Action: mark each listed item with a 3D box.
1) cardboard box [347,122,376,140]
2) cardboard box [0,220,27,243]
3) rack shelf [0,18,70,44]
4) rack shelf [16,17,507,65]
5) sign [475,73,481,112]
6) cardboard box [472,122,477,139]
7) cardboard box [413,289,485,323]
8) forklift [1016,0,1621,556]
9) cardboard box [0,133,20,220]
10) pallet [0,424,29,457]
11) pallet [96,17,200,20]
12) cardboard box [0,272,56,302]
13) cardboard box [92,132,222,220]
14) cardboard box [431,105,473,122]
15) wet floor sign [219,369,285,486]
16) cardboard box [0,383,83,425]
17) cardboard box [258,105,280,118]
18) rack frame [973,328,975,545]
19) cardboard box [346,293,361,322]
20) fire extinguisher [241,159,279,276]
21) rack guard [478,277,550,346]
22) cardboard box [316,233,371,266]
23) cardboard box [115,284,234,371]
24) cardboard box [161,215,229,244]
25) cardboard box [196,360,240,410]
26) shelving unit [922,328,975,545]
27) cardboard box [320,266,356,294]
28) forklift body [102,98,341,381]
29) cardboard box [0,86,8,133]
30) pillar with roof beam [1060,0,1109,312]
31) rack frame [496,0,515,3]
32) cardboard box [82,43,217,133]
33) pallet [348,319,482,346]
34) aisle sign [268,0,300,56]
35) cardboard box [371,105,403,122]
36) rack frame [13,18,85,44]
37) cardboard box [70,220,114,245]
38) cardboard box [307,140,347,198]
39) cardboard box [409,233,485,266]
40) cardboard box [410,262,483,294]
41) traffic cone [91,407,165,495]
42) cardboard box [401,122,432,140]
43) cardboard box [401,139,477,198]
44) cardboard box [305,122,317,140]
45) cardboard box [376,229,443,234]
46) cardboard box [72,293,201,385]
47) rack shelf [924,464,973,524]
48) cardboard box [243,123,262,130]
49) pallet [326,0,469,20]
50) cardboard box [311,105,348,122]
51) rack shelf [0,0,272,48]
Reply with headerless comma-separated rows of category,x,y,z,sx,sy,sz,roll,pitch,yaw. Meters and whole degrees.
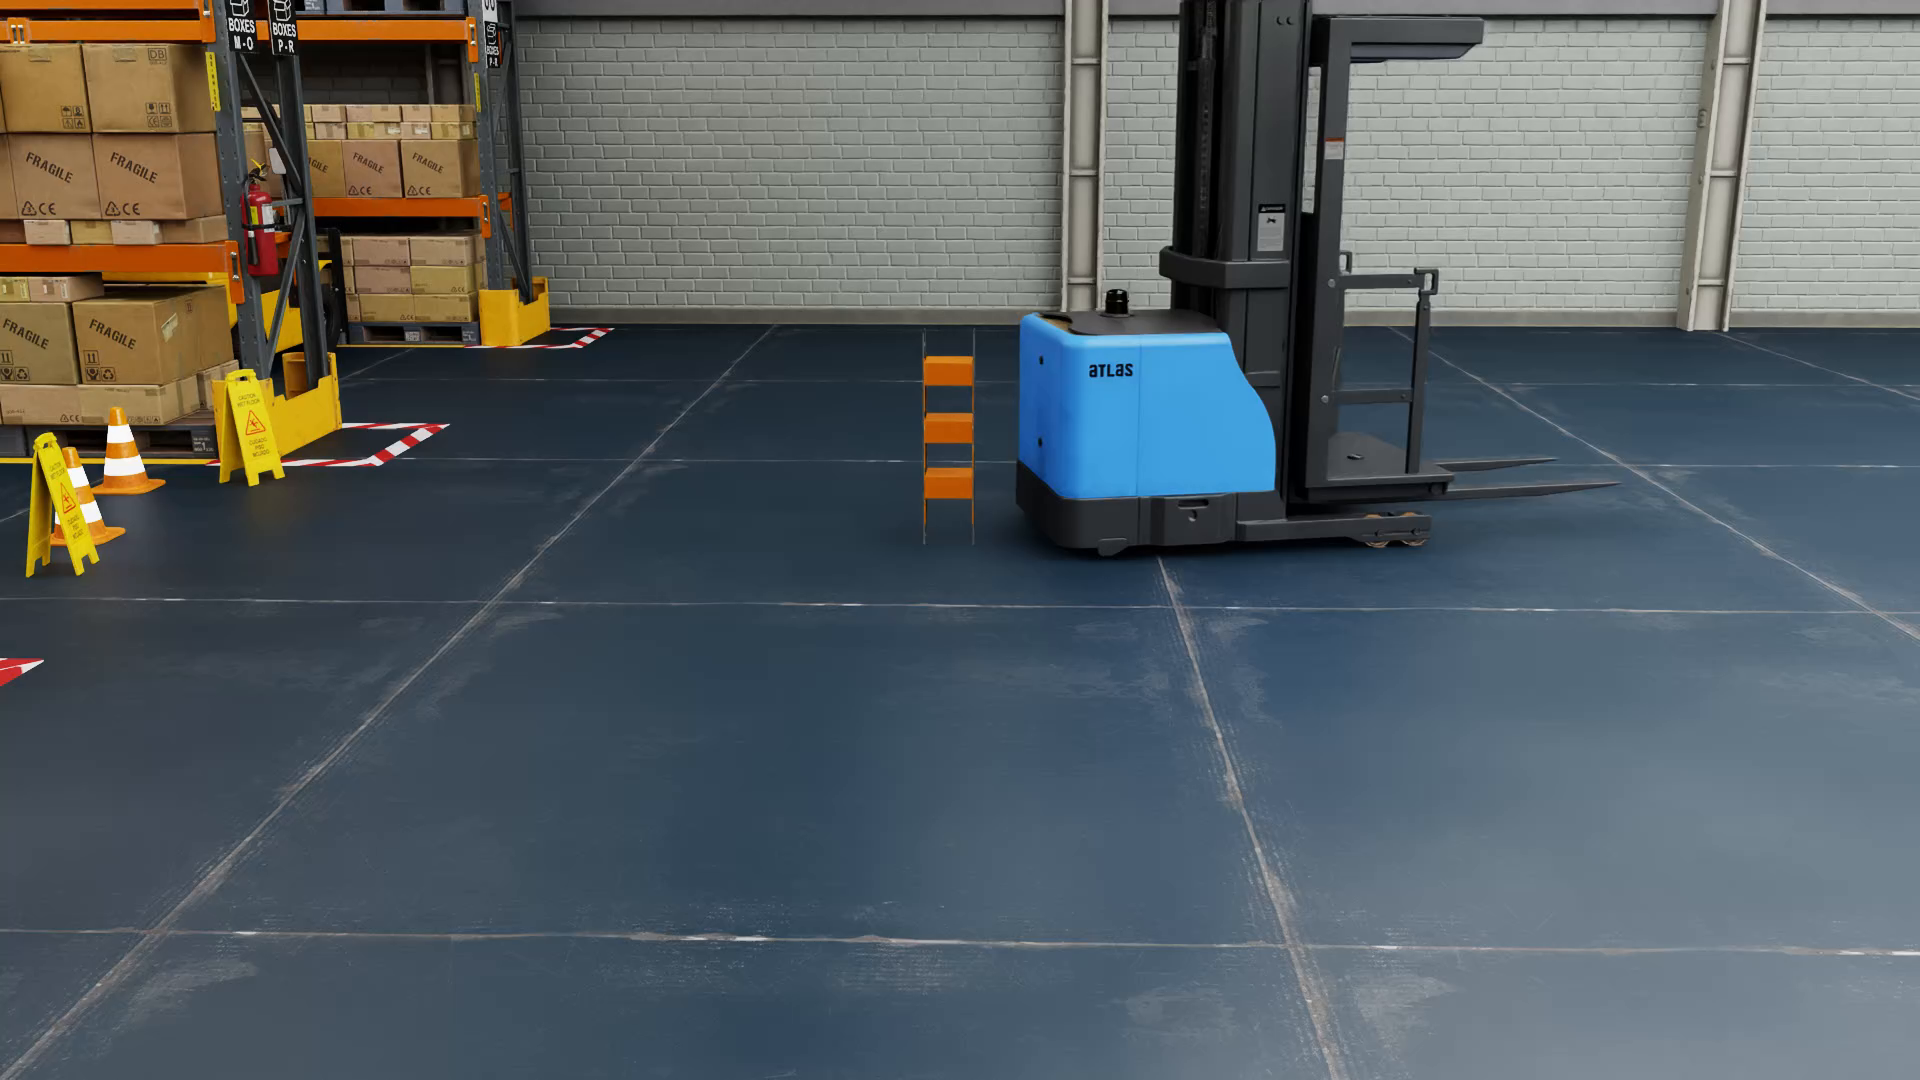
cardboard box,-5.265,-3.647,14.814,0.250,0.149,0.380,0,15,1
cardboard box,-5.675,-1.911,10.194,0.250,0.149,0.380,1,15,2
rack shelf,-10.148,-4.480,14.969,4.000,0.370,1.077,0,15,1
rack shelf,-6.149,-4.454,14.870,4.000,0.370,1.077,0,15,1
sign,-4.178,-3.874,14.410,0.005,0.325,0.100,0,15,1
cardboard box,-4.483,-3.768,15.276,0.250,0.149,0.380,0,15,0
cardboard box,-4.628,-2.134,15.115,0.500,0.250,0.500,0,15,2
forklift,1.865,-1.506,8.303,3.031,2.935,1.130,-3,15,-11
cardboard box,-5.823,-2.206,10.043,0.500,0.500,0.500,0,15,1
pallet,-6.377,-0.747,10.759,1.213,0.211,1.003,0,15,1
pallet,-7.296,-4.773,14.843,1.213,0.211,1.003,0,15,1
cardboard box,-5.701,-1.548,10.154,0.250,0.149,0.380,1,15,2
cardboard box,-4.823,-2.198,10.010,0.500,0.500,0.500,0,15,0
cardboard box,-4.514,-3.792,14.784,0.250,0.149,0.380,0,15,2
wet floor sign,-4.111,-0.660,9.575,0.232,0.644,0.267,6,16,21
cardboard box,-5.606,-0.888,10.391,0.500,0.250,0.500,0,15,2
cardboard box,-6.047,-3.801,14.816,0.250,0.149,0.380,1,15,2
rack frame,0.068,-0.507,8.204,0.008,1.050,0.200,0,15,1
cardboard box,-5.625,-2.145,15.158,0.500,0.250,0.500,1,15,2
fire extinguisher,-4.171,-1.916,9.876,0.183,0.674,0.296,0,15,1
rack guard,-4.126,-2.129,15.430,0.348,0.500,1.175,0,15,1
cardboard box,-5.634,-2.621,15.001,0.500,0.250,0.500,1,15,2
cardboard box,-5.096,-1.384,10.803,0.500,0.500,0.500,0,15,0
cardboard box,-4.653,-1.899,10.148,0.250,0.149,0.380,1,15,3
cardboard box,-5.073,-1.021,10.898,0.500,0.250,0.500,0,15,1
shelving unit,-0.053,-0.508,8.207,0.252,1.050,0.215,0,15,1
cardboard box,-5.662,-2.381,15.070,0.500,0.250,0.500,0,15,0
forklift body,-6.092,-2.475,13.504,1.214,2.155,2.313,0,15,1
cardboard box,-5.808,-2.678,9.870,0.500,0.500,0.700,0,15,1
pillar with roof beam,1.065,-5.336,10.926,0.400,9.000,9.100,0,15,1
rack frame,-4.150,-6.239,14.347,0.127,3.000,1.000,0,15,1
cardboard box,-4.789,-2.695,9.937,0.500,0.500,0.700,0,15,0
pallet,-4.916,-1.984,15.446,1.213,0.211,1.003,0,15,1
aisle sign,-4.203,-3.408,10.280,0.004,0.787,0.394,0,15,1
cardboard box,-5.023,-3.781,14.740,0.250,0.149,0.380,1,15,3
rack frame,-8.149,-3.364,15.211,0.127,3.000,1.000,0,15,1
cardboard box,-5.164,-1.879,10.074,0.250,0.149,0.380,0,15,0
cardboard box,-5.679,-3.332,14.892,0.500,0.500,0.500,0,15,0
cardboard box,-4.618,-2.618,14.991,0.500,0.250,0.500,1,15,3
cardboard box,-4.645,-2.377,15.055,0.500,0.250,0.500,0,15,1
traffic cone,-4.736,-0.519,9.401,0.334,0.463,0.336,0,15,1
cardboard box,-4.760,-3.625,14.732,0.250,0.149,0.380,1,15,2
cardboard box,-4.649,-3.323,14.857,0.500,0.500,0.500,0,15,0
cardboard box,-5.787,-3.633,14.762,0.250,0.149,0.380,0,15,2
cardboard box,-5.125,-2.749,15.485,0.500,0.250,0.500,0,15,2
cardboard box,-5.081,-1.247,10.283,0.500,0.500,0.500,0,15,2
rack shelf,-0.053,-0.229,8.281,0.240,0.259,0.215,0,15,1
cardboard box,-6.292,-3.642,14.796,0.250,0.149,0.380,0,15,0
pallet,-4.856,-4.757,14.783,1.213,0.211,1.003,0,15,1
cardboard box,-5.533,-3.775,14.717,0.250,0.149,0.380,1,15,3
rack shelf,-6.273,-3.188,10.072,4.000,0.370,1.077,0,15,1
